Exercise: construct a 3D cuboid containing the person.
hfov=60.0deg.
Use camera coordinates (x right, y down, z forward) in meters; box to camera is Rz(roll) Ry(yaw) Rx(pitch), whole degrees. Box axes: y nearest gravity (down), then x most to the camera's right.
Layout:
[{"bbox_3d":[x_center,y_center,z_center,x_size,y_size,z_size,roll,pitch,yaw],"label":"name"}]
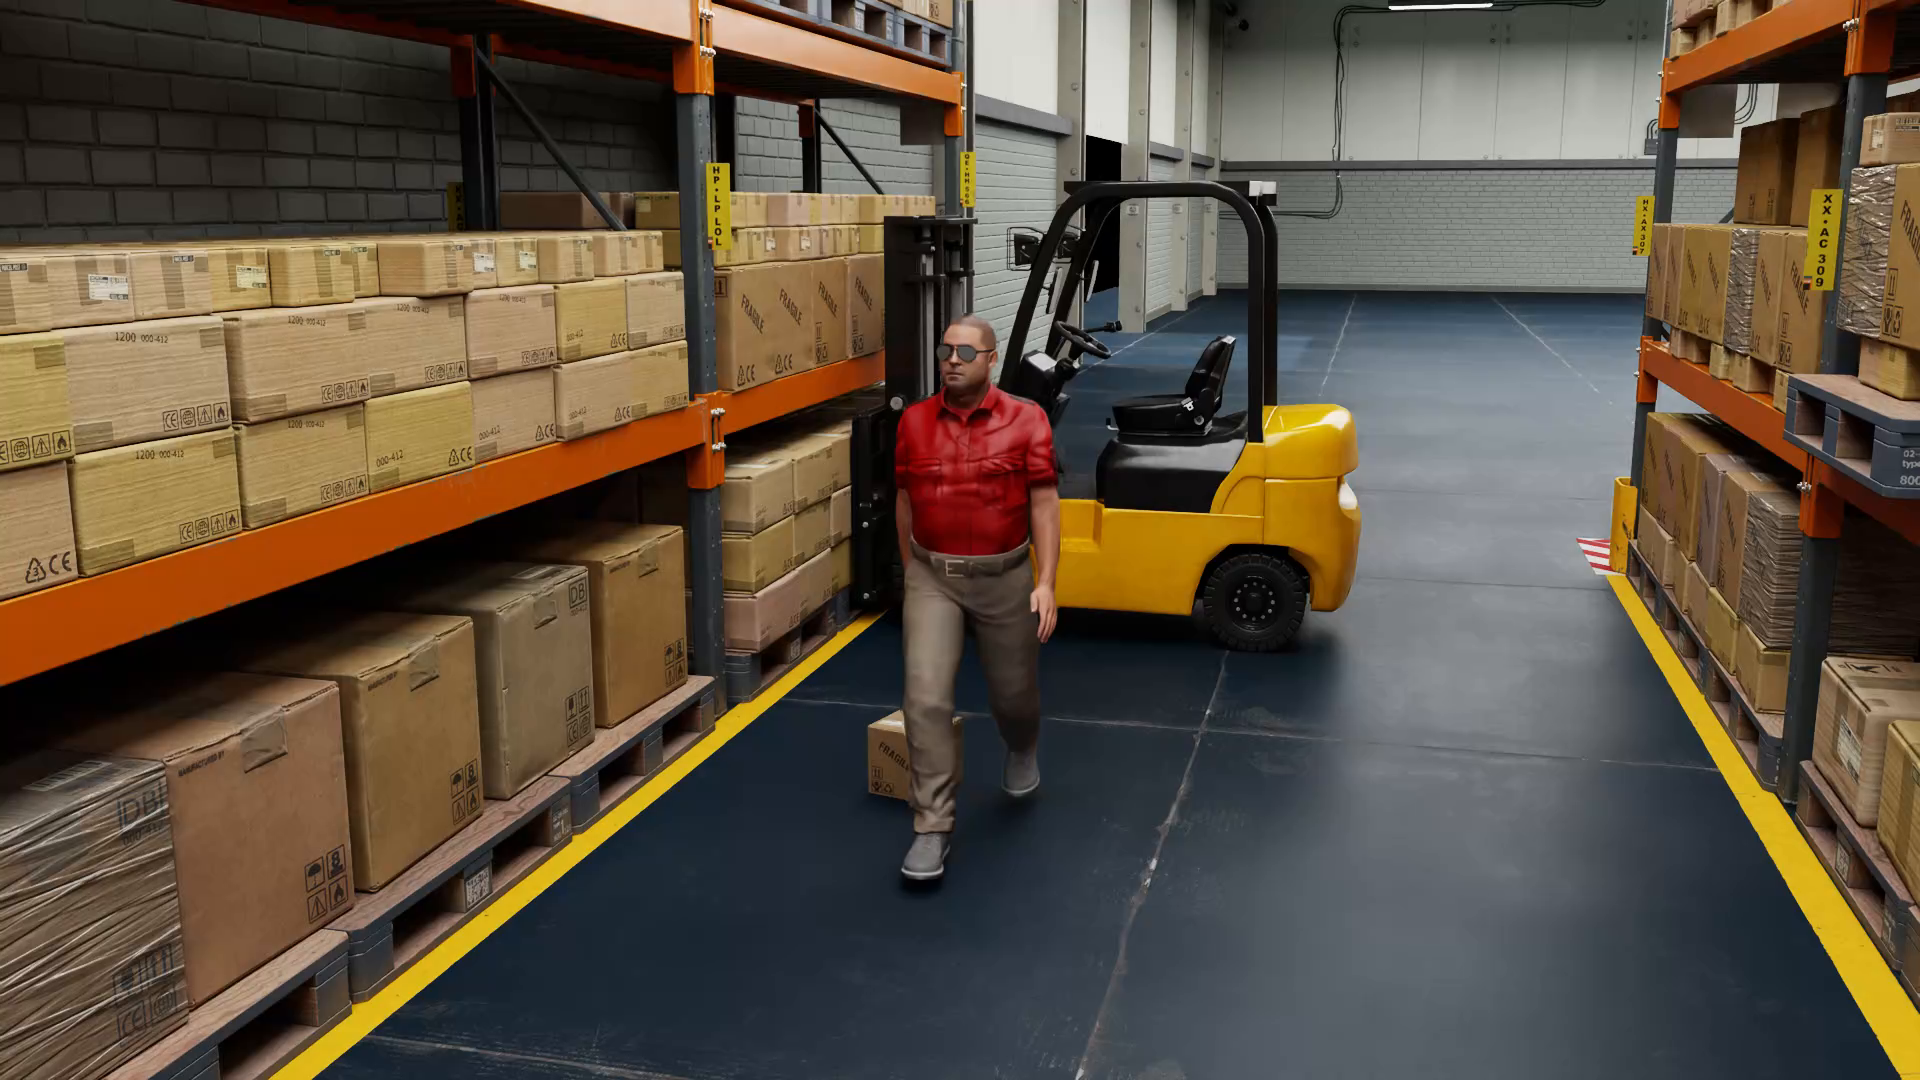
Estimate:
[{"bbox_3d":[0.052,0.132,5.283,0.552,1.678,0.965,2,12,8],"label":"person"}]
